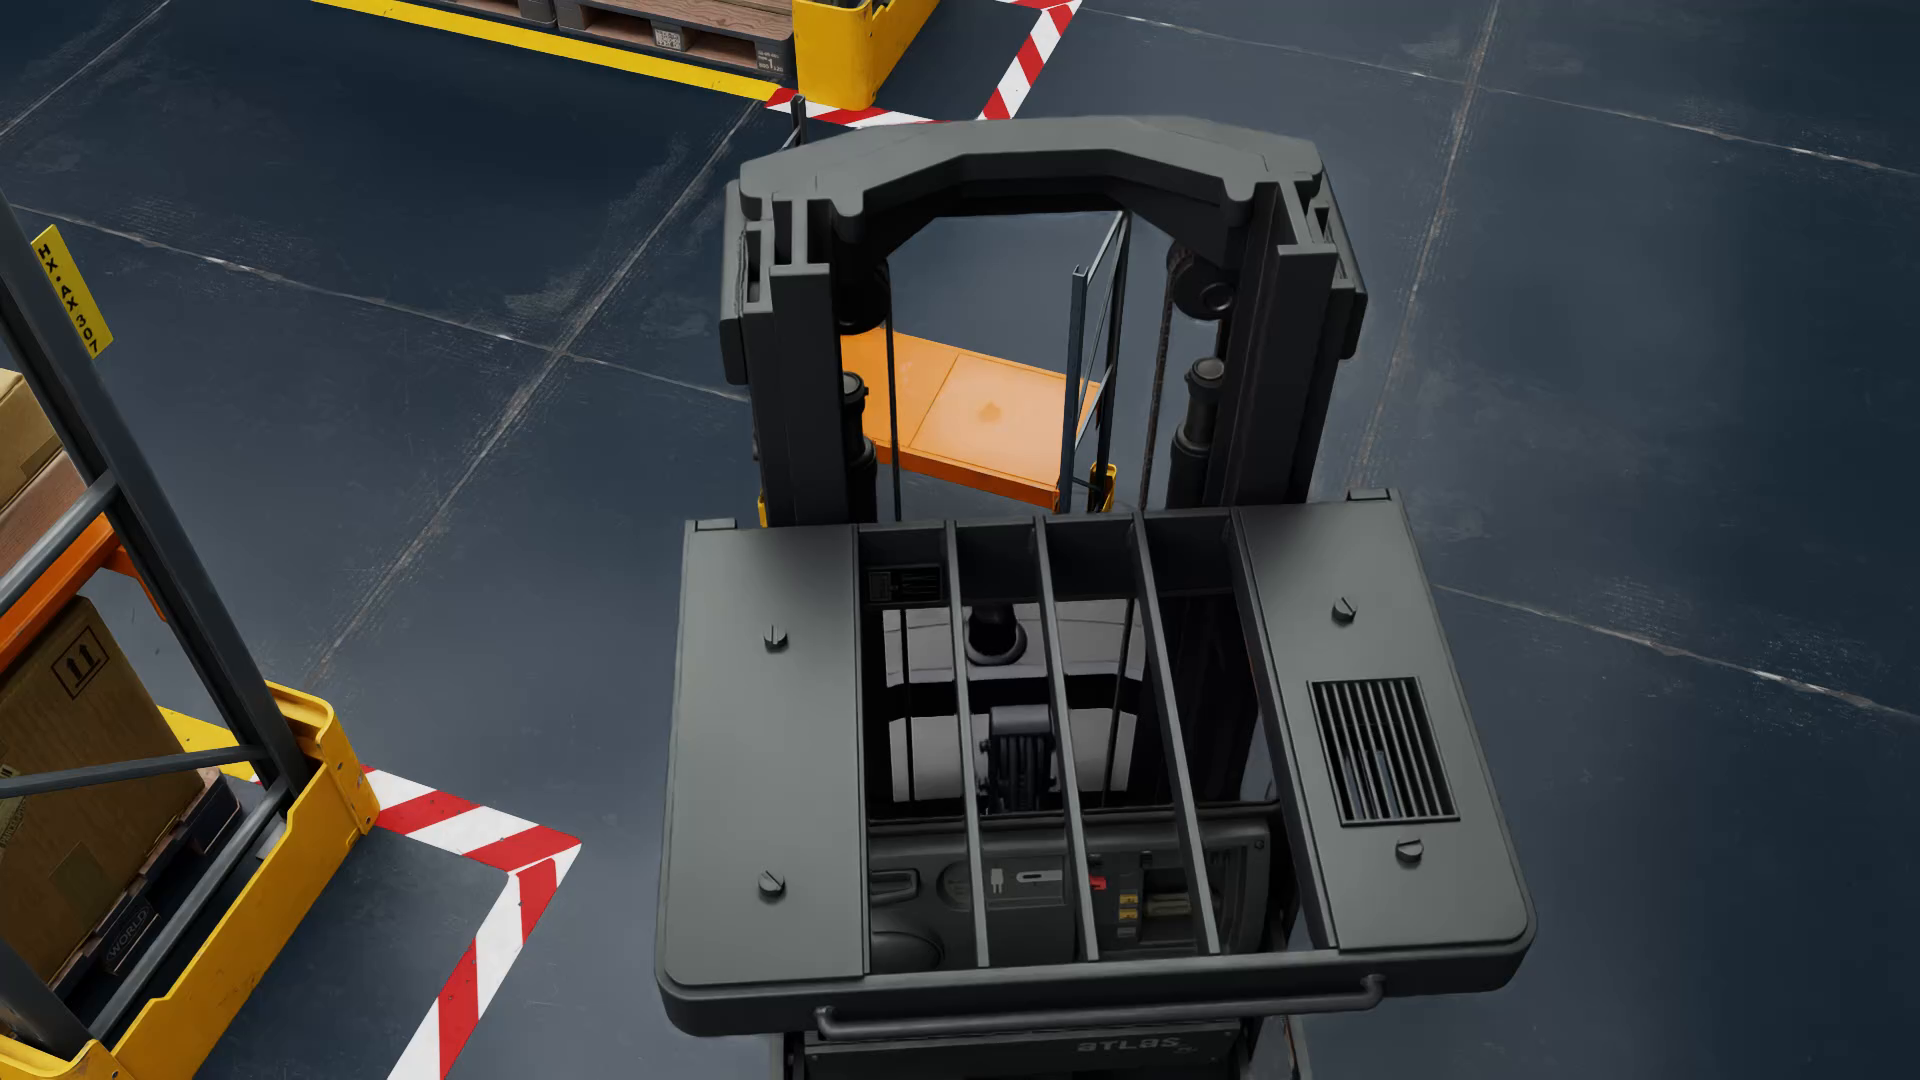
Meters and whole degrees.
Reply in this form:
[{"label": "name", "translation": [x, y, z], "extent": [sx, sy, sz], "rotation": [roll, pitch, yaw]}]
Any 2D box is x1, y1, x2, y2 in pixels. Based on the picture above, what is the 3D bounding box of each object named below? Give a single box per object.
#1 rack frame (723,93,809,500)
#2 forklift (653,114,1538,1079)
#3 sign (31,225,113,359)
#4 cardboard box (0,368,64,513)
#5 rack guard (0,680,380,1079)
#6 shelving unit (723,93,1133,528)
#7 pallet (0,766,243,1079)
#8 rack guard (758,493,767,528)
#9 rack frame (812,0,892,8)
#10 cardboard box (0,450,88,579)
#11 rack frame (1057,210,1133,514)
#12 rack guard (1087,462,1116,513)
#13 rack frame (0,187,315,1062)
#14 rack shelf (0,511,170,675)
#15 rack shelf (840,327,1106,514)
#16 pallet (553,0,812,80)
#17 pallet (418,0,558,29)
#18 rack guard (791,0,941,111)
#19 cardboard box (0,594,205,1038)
[{"label": "rack frame", "translation": [-0.557, -0.647, 5.318], "extent": [0.032, 1.500, 0.500], "rotation": [16, 51, 13]}, {"label": "forklift", "translation": [0.146, 0.848, 3.075], "extent": [1.130, 2.935, 3.031], "rotation": [-3, 49, -2]}, {"label": "sign", "translation": [-1.926, -0.524, 3.594], "extent": [0.005, 0.325, 0.100], "rotation": [16, 51, 13]}, {"label": "cardboard box", "translation": [-2.480, -0.188, 3.830], "extent": [0.500, 0.250, 0.500], "rotation": [14, 51, 12]}, {"label": "rack guard", "translation": [-2.101, 1.002, 4.550], "extent": [0.348, 0.500, 1.175], "rotation": [16, 51, 13]}, {"label": "shelving unit", "translation": [-0.072, -0.511, 5.201], "extent": [1.083, 1.500, 0.587], "rotation": [16, 51, 13]}, {"label": "pallet", "translation": [-2.901, 0.937, 4.799], "extent": [1.213, 0.211, 1.003], "rotation": [16, 51, 13]}, {"label": "rack guard", "translation": [-0.539, -0.232, 5.786], "extent": [0.087, 0.250, 0.587], "rotation": [16, 51, 13]}, {"label": "rack frame", "translation": [-0.407, -3.334, 6.654], "extent": [0.127, 3.000, 1.000], "rotation": [16, 51, 13]}, {"label": "cardboard box", "translation": [-2.342, -0.067, 3.990], "extent": [0.250, 0.149, 0.380], "rotation": [16, 51, 14]}, {"label": "rack frame", "translation": [0.397, -0.380, 5.087], "extent": [0.032, 1.500, 0.500], "rotation": [16, 51, 13]}, {"label": "rack guard", "translation": [0.396, 0.029, 5.560], "extent": [0.087, 0.250, 0.587], "rotation": [16, 51, 13]}, {"label": "rack frame", "translation": [-2.124, 0.177, 3.611], "extent": [0.127, 3.000, 1.000], "rotation": [16, 51, 13]}, {"label": "rack shelf", "translation": [-4.000, -0.111, 4.337], "extent": [4.000, 0.370, 1.077], "rotation": [16, 51, 13]}, {"label": "rack shelf", "translation": [-0.080, -0.396, 5.339], "extent": [1.000, 0.185, 0.538], "rotation": [16, 51, 13]}, {"label": "pallet", "translation": [-1.167, -2.664, 7.919], "extent": [1.213, 0.211, 1.003], "rotation": [16, 51, 13]}, {"label": "pallet", "translation": [-2.308, -2.984, 8.197], "extent": [1.213, 0.211, 1.003], "rotation": [16, 51, 13]}, {"label": "rack guard", "translation": [-0.380, -2.518, 7.601], "extent": [0.348, 0.500, 1.175], "rotation": [16, 51, 13]}, {"label": "cardboard box", "translation": [-2.752, 0.625, 4.352], "extent": [0.875, 0.875, 0.875], "rotation": [16, 51, 13]}]
